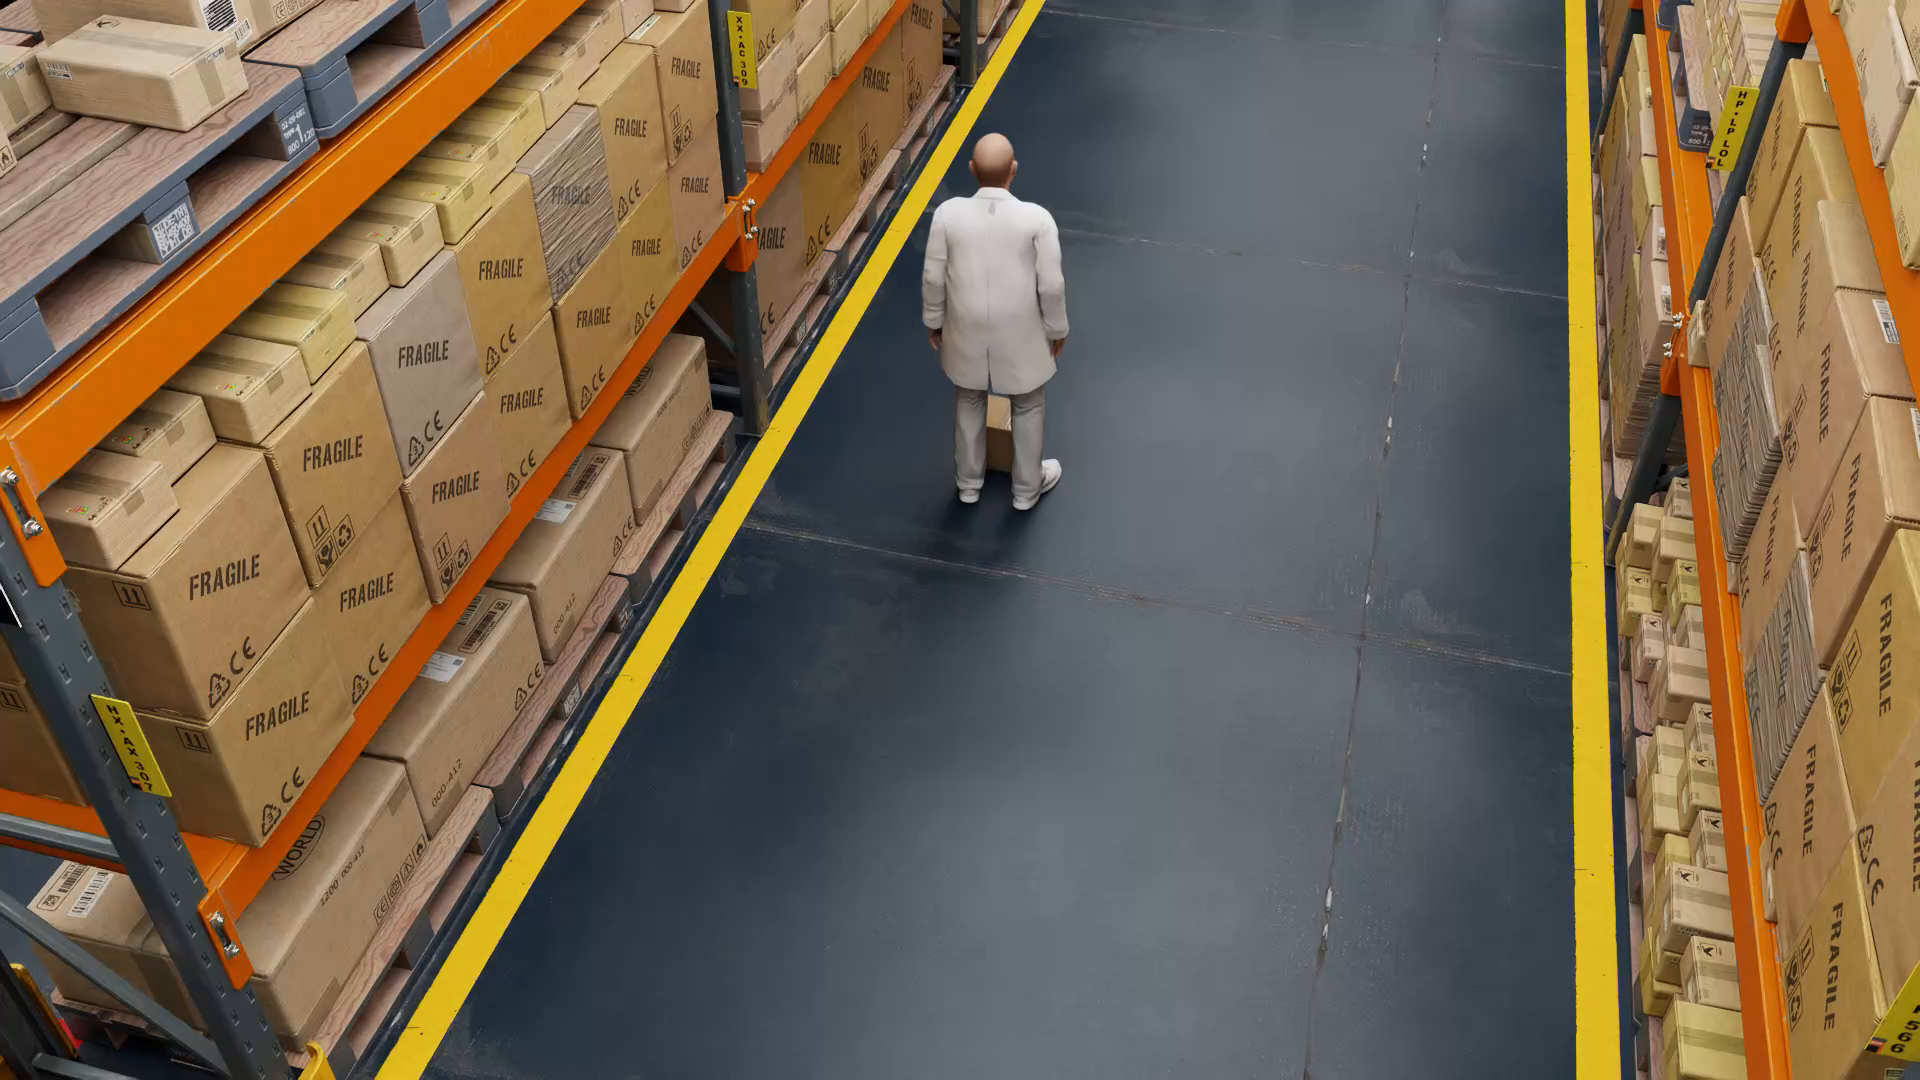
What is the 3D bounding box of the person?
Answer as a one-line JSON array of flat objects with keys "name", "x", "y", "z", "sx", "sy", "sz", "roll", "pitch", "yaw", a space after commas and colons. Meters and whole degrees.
[{"name": "person", "x": 0.152, "y": -0.925, "z": 7.254, "sx": 0.646, "sy": 1.772, "sz": 0.429, "roll": 8, "pitch": 41, "yaw": 9}]
